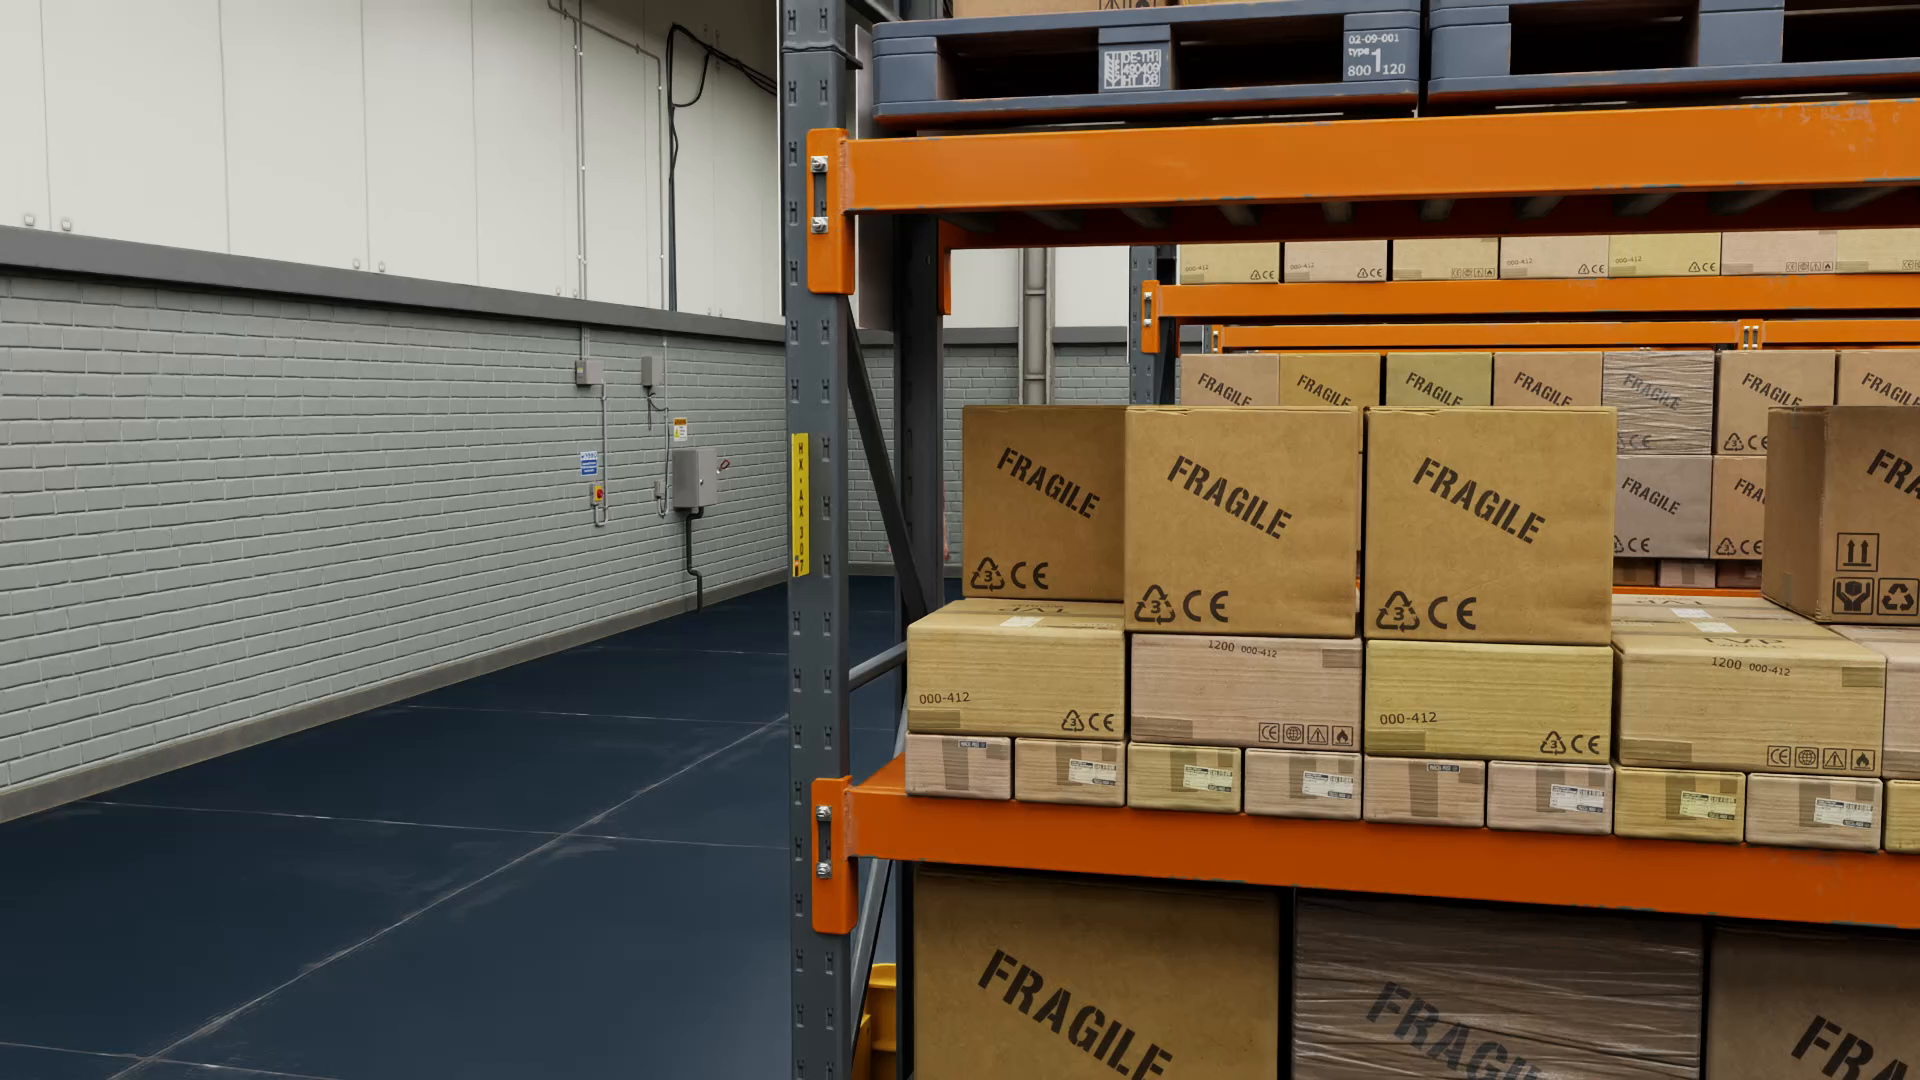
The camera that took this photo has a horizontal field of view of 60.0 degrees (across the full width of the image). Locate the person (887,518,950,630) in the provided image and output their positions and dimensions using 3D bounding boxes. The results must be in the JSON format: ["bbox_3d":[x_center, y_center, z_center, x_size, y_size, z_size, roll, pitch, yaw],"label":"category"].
[{"bbox_3d":[-0.429,0.010,16.044,0.567,1.687,0.855,4,6,41],"label":"person"}]
